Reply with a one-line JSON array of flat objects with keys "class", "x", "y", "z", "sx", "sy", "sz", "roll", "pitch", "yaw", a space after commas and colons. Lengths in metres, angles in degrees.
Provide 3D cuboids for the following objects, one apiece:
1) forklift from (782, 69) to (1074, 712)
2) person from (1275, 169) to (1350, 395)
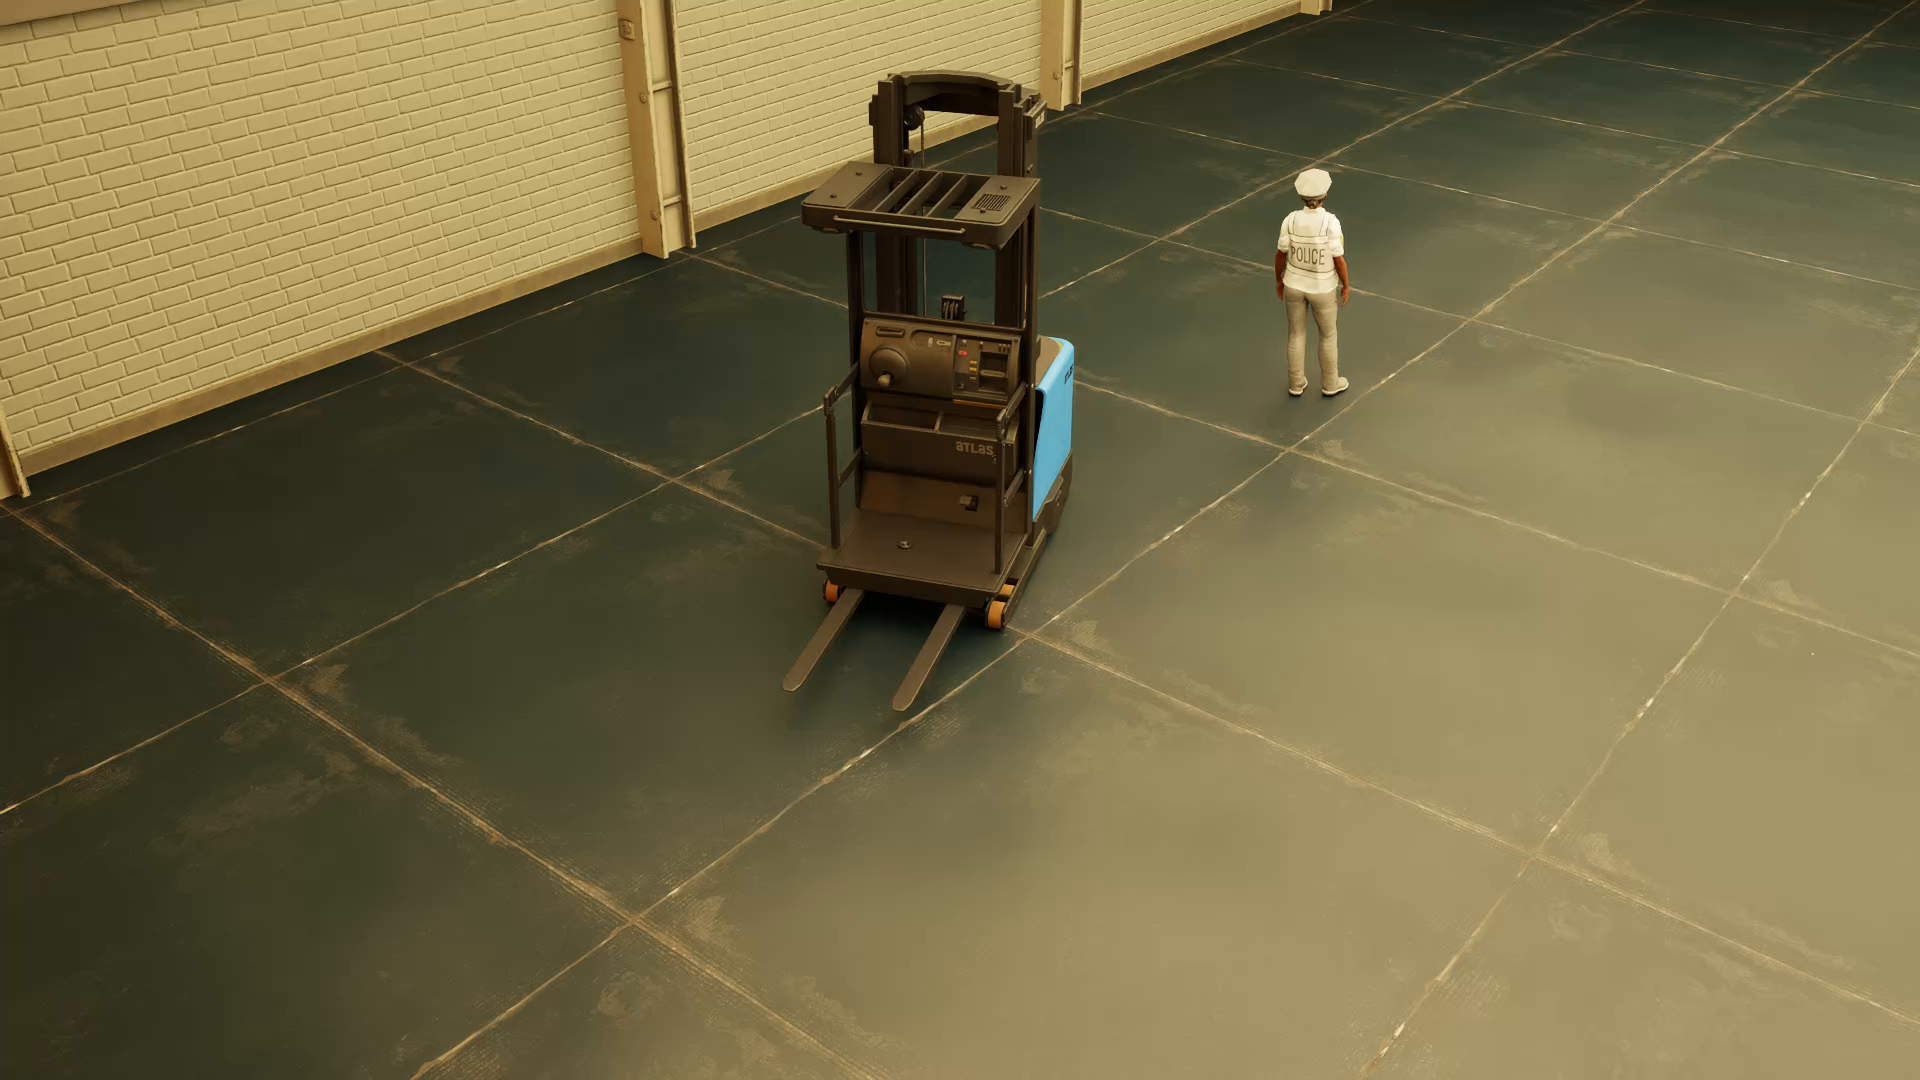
[{"class": "forklift", "x": -0.176, "y": -0.972, "z": 9.258, "sx": 1.130, "sy": 2.935, "sz": 3.031, "roll": 9, "pitch": 31, "yaw": 14}, {"class": "person", "x": 2.556, "y": -1.848, "z": 11.969, "sx": 0.569, "sy": 1.694, "sz": 0.530, "roll": 15, "pitch": 33, "yaw": 24}]
